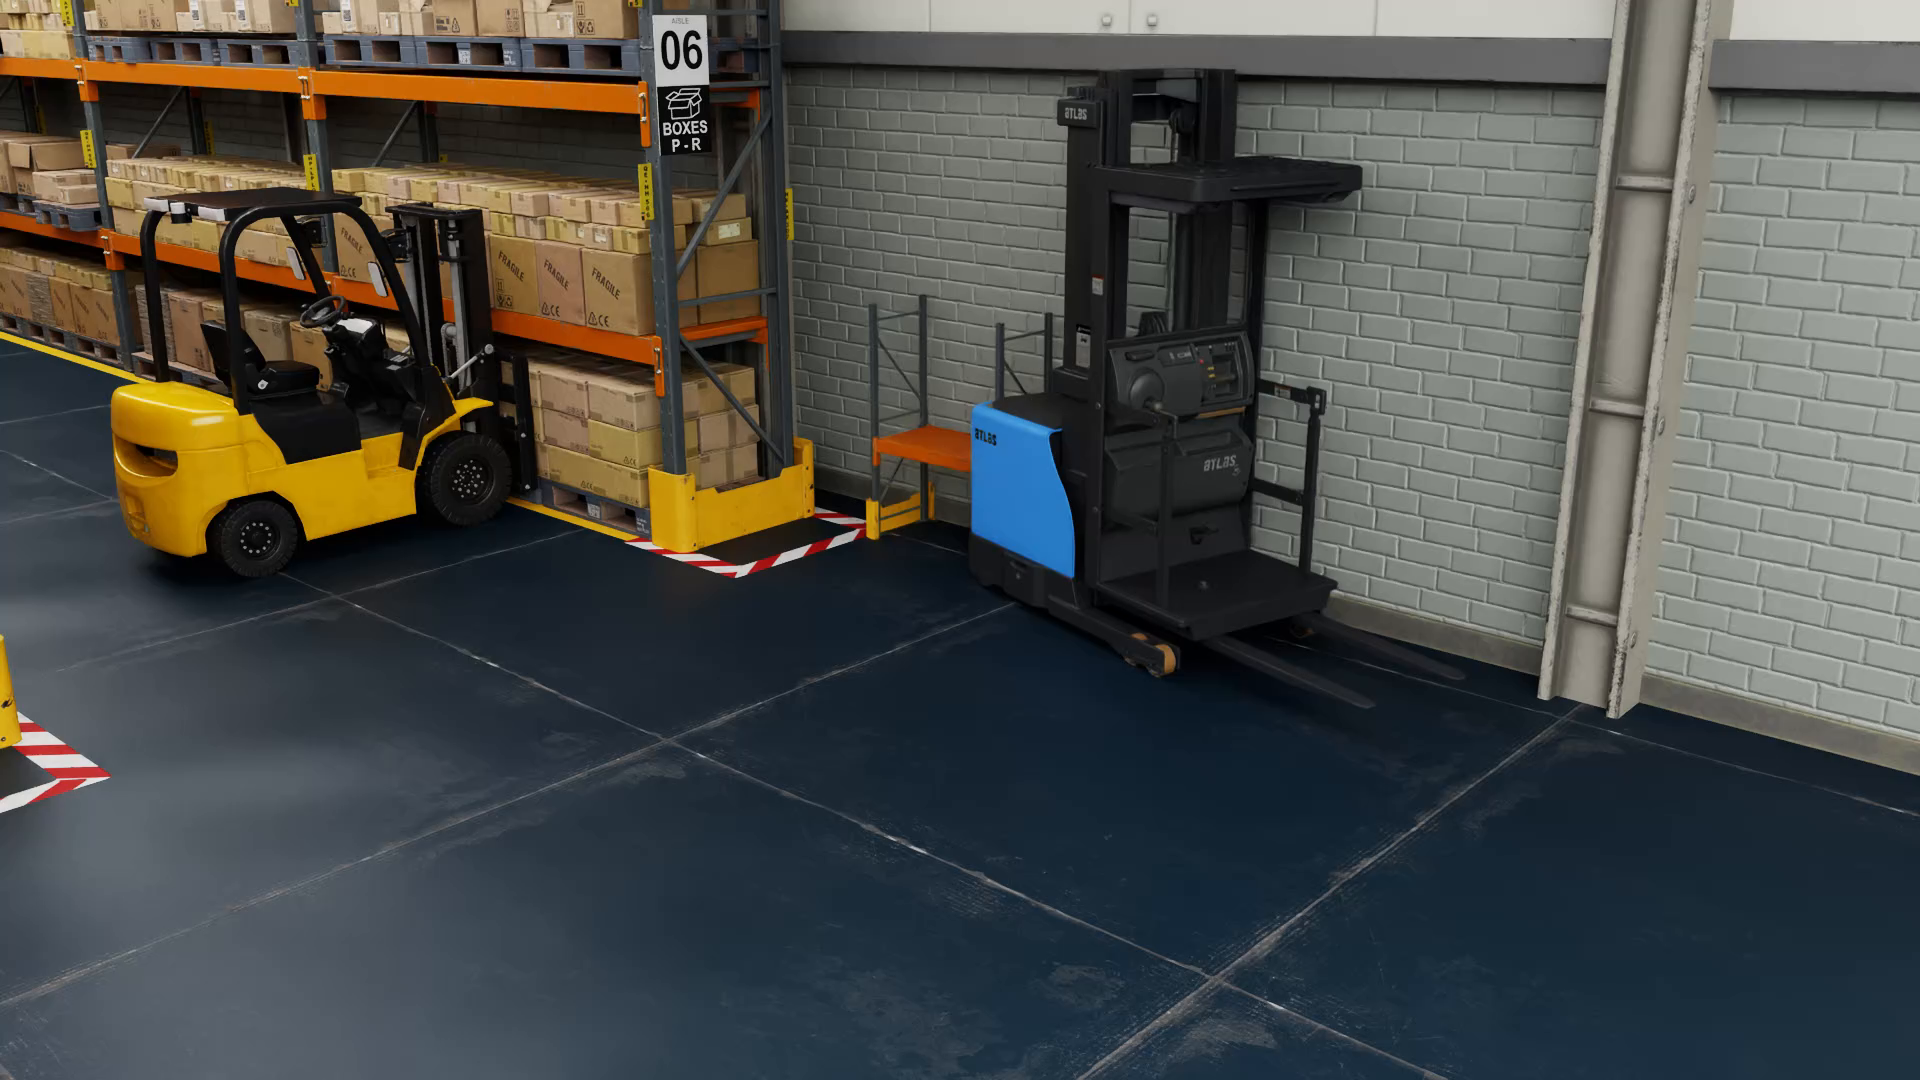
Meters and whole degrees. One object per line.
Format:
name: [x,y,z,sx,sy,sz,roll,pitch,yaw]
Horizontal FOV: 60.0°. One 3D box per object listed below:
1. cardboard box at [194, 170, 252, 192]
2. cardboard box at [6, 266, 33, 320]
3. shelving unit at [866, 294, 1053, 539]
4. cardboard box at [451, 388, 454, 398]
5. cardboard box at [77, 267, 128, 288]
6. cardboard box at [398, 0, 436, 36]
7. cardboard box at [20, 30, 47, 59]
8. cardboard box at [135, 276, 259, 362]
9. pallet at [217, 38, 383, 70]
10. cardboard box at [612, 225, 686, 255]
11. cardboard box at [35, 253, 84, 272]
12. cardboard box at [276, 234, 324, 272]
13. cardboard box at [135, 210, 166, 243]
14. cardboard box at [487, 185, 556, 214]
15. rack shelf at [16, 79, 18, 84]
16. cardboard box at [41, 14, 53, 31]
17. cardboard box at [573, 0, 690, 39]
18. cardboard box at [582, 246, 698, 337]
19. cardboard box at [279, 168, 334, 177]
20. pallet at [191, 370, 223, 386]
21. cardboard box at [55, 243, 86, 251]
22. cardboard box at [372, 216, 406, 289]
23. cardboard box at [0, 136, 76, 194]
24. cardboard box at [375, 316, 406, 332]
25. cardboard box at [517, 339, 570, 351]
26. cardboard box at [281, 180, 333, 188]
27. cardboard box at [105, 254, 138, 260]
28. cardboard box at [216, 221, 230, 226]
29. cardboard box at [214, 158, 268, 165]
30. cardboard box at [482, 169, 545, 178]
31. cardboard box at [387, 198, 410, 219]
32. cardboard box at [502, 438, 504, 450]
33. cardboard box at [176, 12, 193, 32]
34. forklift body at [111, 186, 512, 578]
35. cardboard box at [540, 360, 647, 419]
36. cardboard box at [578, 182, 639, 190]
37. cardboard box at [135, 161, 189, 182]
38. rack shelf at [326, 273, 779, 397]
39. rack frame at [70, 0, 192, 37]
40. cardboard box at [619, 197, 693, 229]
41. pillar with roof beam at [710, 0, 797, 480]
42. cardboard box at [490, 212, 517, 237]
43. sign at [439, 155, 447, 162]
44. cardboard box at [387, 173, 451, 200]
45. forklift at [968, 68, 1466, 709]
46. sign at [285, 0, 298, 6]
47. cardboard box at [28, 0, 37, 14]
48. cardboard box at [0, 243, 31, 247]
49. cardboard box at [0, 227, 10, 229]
cardboard box: [-6.101,-2.976,13.791,0.250,0.149,0.380,14,23,38]
cardboard box: [-9.469,-2.576,17.208,0.500,0.500,0.500,14,22,38]
shelving unit: [-0.010,-0.692,10.314,1.083,1.500,0.587,15,23,39]
cardboard box: [-3.570,-1.071,12.054,0.500,0.250,0.500,15,23,39]
cardboard box: [-8.227,-2.525,15.976,0.250,0.149,0.380,14,22,36]
cardboard box: [-3.564,-3.562,11.279,0.258,0.266,0.396,14,23,38]
cardboard box: [-8.386,-4.625,15.515,0.500,0.250,0.500,15,23,39]
cardboard box: [-7.007,-2.058,15.369,0.625,0.625,0.875,16,24,41]
pallet: [-5.141,-3.828,13.071,1.217,0.209,0.805,14,22,37]
cardboard box: [-1.927,-1.875,10.322,0.250,0.149,0.380,15,23,40]
cardboard box: [-9.125,-2.811,16.876,0.250,0.149,0.380,15,23,39]
cardboard box: [-5.024,-2.285,13.102,0.500,0.250,0.500,16,23,40]
cardboard box: [-6.922,-2.800,14.723,0.500,0.250,0.500,14,23,38]
cardboard box: [-2.910,-2.268,11.070,0.250,0.149,0.380,16,23,40]
rack shelf: [-11.952,-5.409,18.929,4.000,0.370,1.077,15,23,39]
cardboard box: [-8.250,-4.798,15.401,0.250,0.149,0.380,16,23,40]
cardboard box: [-1.974,-3.271,9.975,0.500,0.500,0.500,16,24,41]
cardboard box: [-2.024,-1.599,10.525,0.500,0.500,0.500,14,23,38]
cardboard box: [-5.512,-3.059,14.053,0.250,0.149,0.380,15,23,39]
pallet: [-5.967,-1.370,14.579,1.213,0.211,1.003,15,23,39]
cardboard box: [-9.393,-3.086,17.744,0.250,0.149,0.380,14,22,37]
cardboard box: [-3.914,-2.113,12.147,0.500,0.500,0.500,16,23,40]
cardboard box: [-9.269,-3.760,16.640,0.500,0.500,0.700,15,23,39]
cardboard box: [-4.319,-1.513,12.618,0.500,0.250,0.500,15,23,38]
cardboard box: [-2.837,-1.324,12.023,0.500,0.250,0.500,14,23,38]
cardboard box: [-5.081,-2.738,13.042,0.250,0.149,0.380,15,23,38]
cardboard box: [-8.437,-2.819,16.902,0.250,0.149,0.380,14,23,38]
cardboard box: [-5.778,-2.728,13.670,0.500,0.250,0.500,16,23,40]
cardboard box: [-6.434,-3.329,14.904,0.250,0.149,0.380,14,23,38]
cardboard box: [-3.257,-2.615,12.164,0.250,0.149,0.380,15,23,38]
cardboard box: [-3.866,-2.384,11.928,0.250,0.149,0.380,16,23,40]
cardboard box: [-3.180,-0.728,11.797,0.500,0.250,0.500,16,24,41]
cardboard box: [-6.074,-4.180,13.420,0.250,0.149,0.380,15,23,39]
forklift body: [-4.110,-1.075,10.444,1.214,2.155,2.313,15,23,39]
cardboard box: [-2.418,-1.001,11.005,0.500,0.250,0.500,16,23,40]
cardboard box: [-2.360,-2.336,11.285,0.250,0.149,0.380,16,24,41]
cardboard box: [-7.012,-3.245,14.640,0.250,0.149,0.380,16,24,41]
rack shelf: [-2.977,-1.570,11.790,4.000,0.370,1.077,15,23,39]
rack frame: [-7.465,-5.977,14.570,0.127,3.000,1.000,15,23,39]
cardboard box: [-1.889,-2.034,10.334,0.250,0.149,0.380,15,23,39]
pillar with roof beam: [-4.261,-3.741,7.523,0.400,9.000,9.100,15,23,39]
cardboard box: [-2.902,-2.127,11.117,0.250,0.149,0.380,15,23,40]
sign: [-4.106,-2.891,13.200,0.005,0.325,0.100,15,23,39]
cardboard box: [-3.855,-2.526,11.883,0.250,0.149,0.380,16,23,40]
forklift: [1.279,-0.866,8.494,1.130,2.935,3.031,-11,21,-32]
sign: [-4.826,-4.016,11.974,0.005,0.325,0.100,15,23,39]
cardboard box: [-8.440,-4.989,15.513,0.250,0.149,0.380,15,23,38]
cardboard box: [-10.106,-3.069,17.688,0.250,0.149,0.380,14,23,38]
cardboard box: [-10.325,-3.262,17.806,0.250,0.149,0.380,15,23,38]
